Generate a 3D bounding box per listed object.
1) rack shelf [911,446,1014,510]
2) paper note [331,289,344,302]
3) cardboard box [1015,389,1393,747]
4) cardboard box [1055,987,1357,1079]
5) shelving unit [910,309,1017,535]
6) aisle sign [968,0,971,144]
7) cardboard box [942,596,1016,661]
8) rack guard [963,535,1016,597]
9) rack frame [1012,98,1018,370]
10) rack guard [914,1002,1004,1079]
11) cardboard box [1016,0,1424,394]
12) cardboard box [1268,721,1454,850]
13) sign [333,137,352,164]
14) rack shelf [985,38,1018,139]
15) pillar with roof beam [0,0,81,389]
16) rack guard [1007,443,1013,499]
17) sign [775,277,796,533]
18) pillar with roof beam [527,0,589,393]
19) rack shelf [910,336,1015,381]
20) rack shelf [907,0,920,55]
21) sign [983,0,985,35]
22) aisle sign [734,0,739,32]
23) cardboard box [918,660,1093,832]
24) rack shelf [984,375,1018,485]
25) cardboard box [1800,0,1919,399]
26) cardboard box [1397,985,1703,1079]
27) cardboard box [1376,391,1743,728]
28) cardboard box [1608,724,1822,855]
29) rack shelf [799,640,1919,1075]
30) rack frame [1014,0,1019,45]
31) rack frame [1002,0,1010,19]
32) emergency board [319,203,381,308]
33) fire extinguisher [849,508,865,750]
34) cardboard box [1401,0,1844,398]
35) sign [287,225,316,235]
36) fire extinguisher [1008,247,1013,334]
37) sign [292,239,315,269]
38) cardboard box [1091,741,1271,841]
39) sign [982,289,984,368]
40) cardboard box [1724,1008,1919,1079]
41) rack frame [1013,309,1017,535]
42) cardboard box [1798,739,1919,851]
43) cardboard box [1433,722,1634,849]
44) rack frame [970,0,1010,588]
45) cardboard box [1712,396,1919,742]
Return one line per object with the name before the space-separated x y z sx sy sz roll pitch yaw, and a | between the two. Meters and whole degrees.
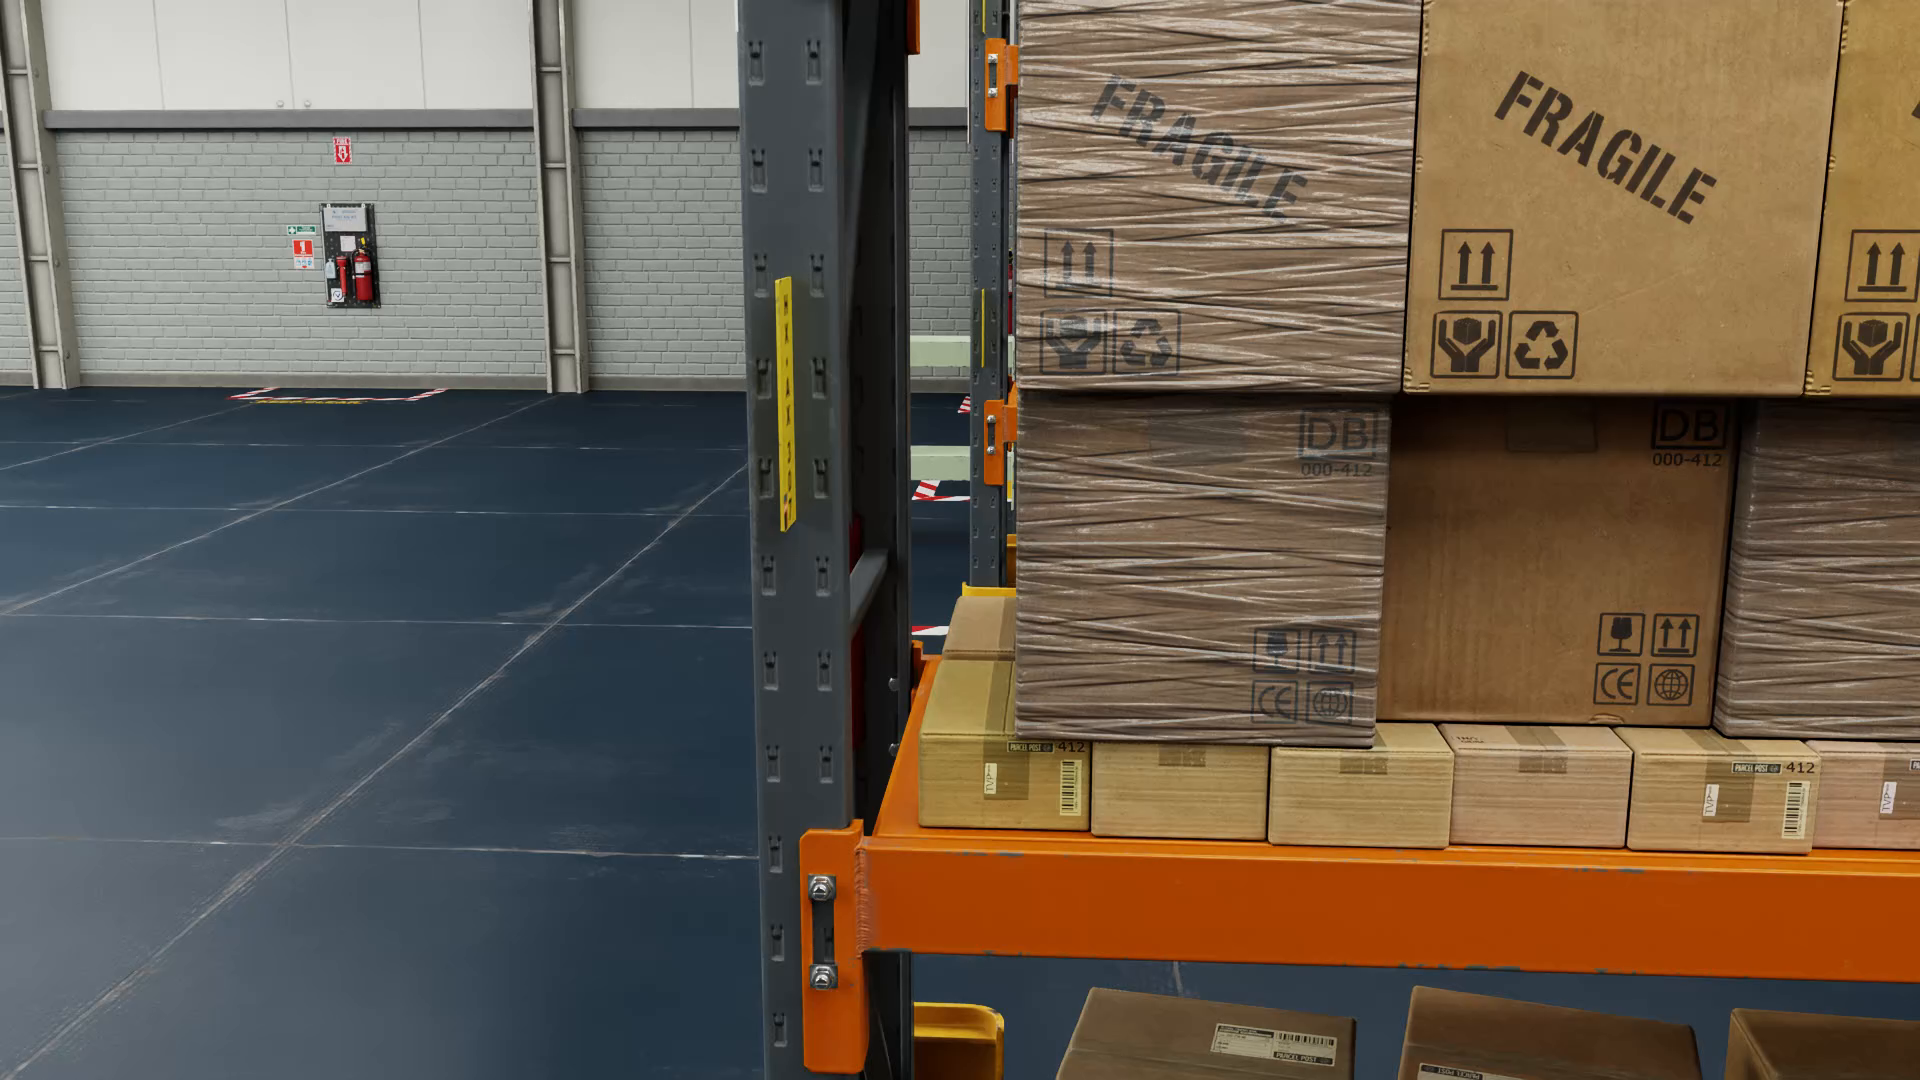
rack shelf | -0.007 -0.415 10.682 0.720 0.370 0.431 1 12 4
paper note | -7.064 -2.778 18.872 0.142 0.148 0.016 1 12 4
cardboard box | 0.355 -0.047 2.697 0.500 0.500 0.875 1 12 4
cardboard box | 0.430 1.164 2.956 0.500 0.500 0.500 3 12 14
shelving unit | -0.007 -0.734 10.615 0.755 1.500 0.431 1 12 4
aisle sign | 0.048 -2.091 7.090 0.004 0.787 0.394 1 12 4
cardboard box | 0.107 0.219 3.009 0.250 0.149 0.380 1 12 4
rack guard | 0.218 0.337 7.934 0.348 0.500 1.175 1 12 4
rack frame | 0.474 -1.889 12.475 0.127 3.000 1.000 1 12 4
rack guard | -0.116 1.359 3.051 0.348 0.500 1.175 1 12 4
cardboard box | 0.339 -0.486 2.355 0.500 0.500 0.500 1 12 4
cardboard box | 0.574 0.324 2.508 0.250 0.149 0.380 1 12 4
sign | -6.893 -4.347 18.564 0.199 0.298 0.001 1 12 4
rack shelf | 2.135 -1.966 7.273 4.000 0.370 1.077 1 12 4
pillar with roof beam | -10.703 -5.290 14.078 0.400 9.000 9.100 1 12 4
rack guard | 0.450 -0.666 12.732 0.348 0.500 1.175 1 12 4
sign | -0.228 -0.179 2.181 0.005 0.325 0.100 1 12 4
pillar with roof beam | -4.717 -5.208 13.686 0.400 9.000 9.100 1 12 4
rack shelf | -0.007 -1.116 10.535 0.720 0.370 0.431 1 12 4
rack shelf | 1.804 -0.954 2.436 4.000 0.370 1.077 1 12 4
sign | 0.098 -2.238 6.792 0.005 0.325 0.100 1 12 4
aisle sign | -0.273 -1.078 2.245 0.004 0.787 0.394 1 12 4
cardboard box | 0.077 0.310 2.574 0.250 0.149 0.380 1 12 4
rack shelf | 2.135 -0.498 7.580 4.000 0.370 1.077 1 12 4
cardboard box | 1.336 -0.472 2.284 0.500 0.500 0.500 1 12 4
cardboard box | 1.029 1.165 2.950 0.500 0.500 0.500 4 12 19
cardboard box | 0.862 -0.065 2.781 0.500 0.500 0.875 1 12 4
cardboard box | 1.073 0.328 2.489 0.250 0.149 0.380 1 12 4
rack shelf | 1.804 0.514 2.743 4.000 0.370 1.077 1 12 4
rack frame | 0.474 -4.826 11.860 0.127 3.000 1.000 1 12 4
rack frame | 0.140 -3.814 7.023 0.127 3.000 1.000 1 12 4
emergency board | -6.892 -3.192 18.703 0.643 1.169 0.194 1 12 4
fire extinguisher | -0.275 0.076 3.265 0.183 0.674 0.296 1 12 4
cardboard box | 0.838 -0.478 2.315 0.500 0.500 0.500 1 12 4
sign | -7.433 -3.496 18.773 0.331 0.109 0.001 1 12 4
fire extinguisher | 0.387 -1.948 12.944 0.183 0.674 0.296 1 12 4
sign | -7.437 -3.238 18.836 0.234 0.329 0.001 1 12 4
cardboard box | 0.325 0.317 2.539 0.250 0.149 0.380 1 12 4
sign | 0.098 -0.901 7.072 0.005 0.325 0.100 1 12 4
cardboard box | 1.653 1.178 2.891 0.500 0.500 0.500 2 12 9
rack frame | 0.359 -0.729 10.591 0.023 1.500 0.400 1 12 4
cardboard box | 1.325 0.326 2.499 0.250 0.149 0.380 1 12 4
cardboard box | 0.824 0.323 2.512 0.250 0.149 0.380 1 12 4
rack frame | 0.140 -0.878 7.637 0.127 3.000 1.000 1 12 4
cardboard box | 1.358 -0.049 2.706 0.500 0.500 0.875 1 12 4
